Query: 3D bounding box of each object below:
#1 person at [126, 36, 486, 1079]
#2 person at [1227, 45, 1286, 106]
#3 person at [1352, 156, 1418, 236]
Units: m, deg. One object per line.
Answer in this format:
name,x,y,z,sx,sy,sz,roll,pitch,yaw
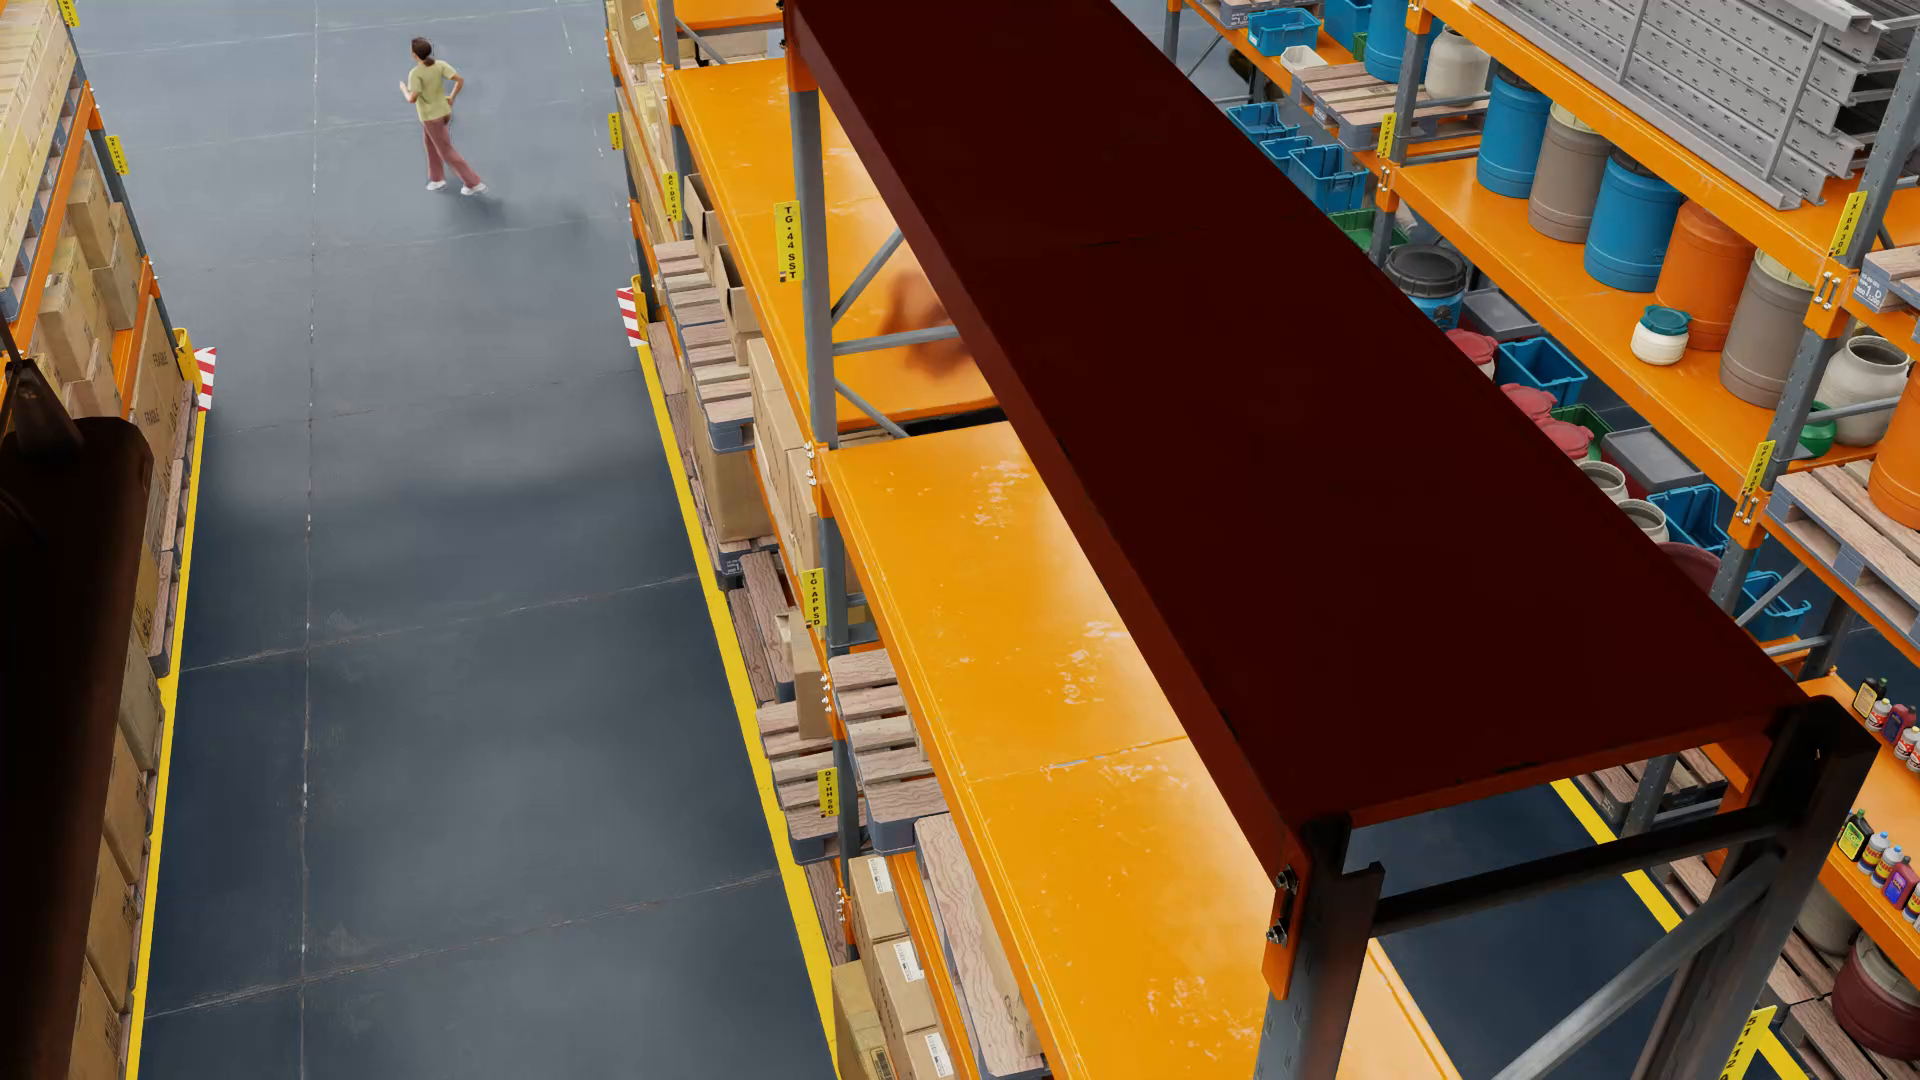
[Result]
person,-4.878,-0.716,12.393,6.195,1.719,10.530,16,41,19
person,3.322,-5.669,18.561,0.822,1.731,0.760,4,39,5
person,4.036,-3.629,16.027,0.695,1.695,0.834,-24,44,-28
